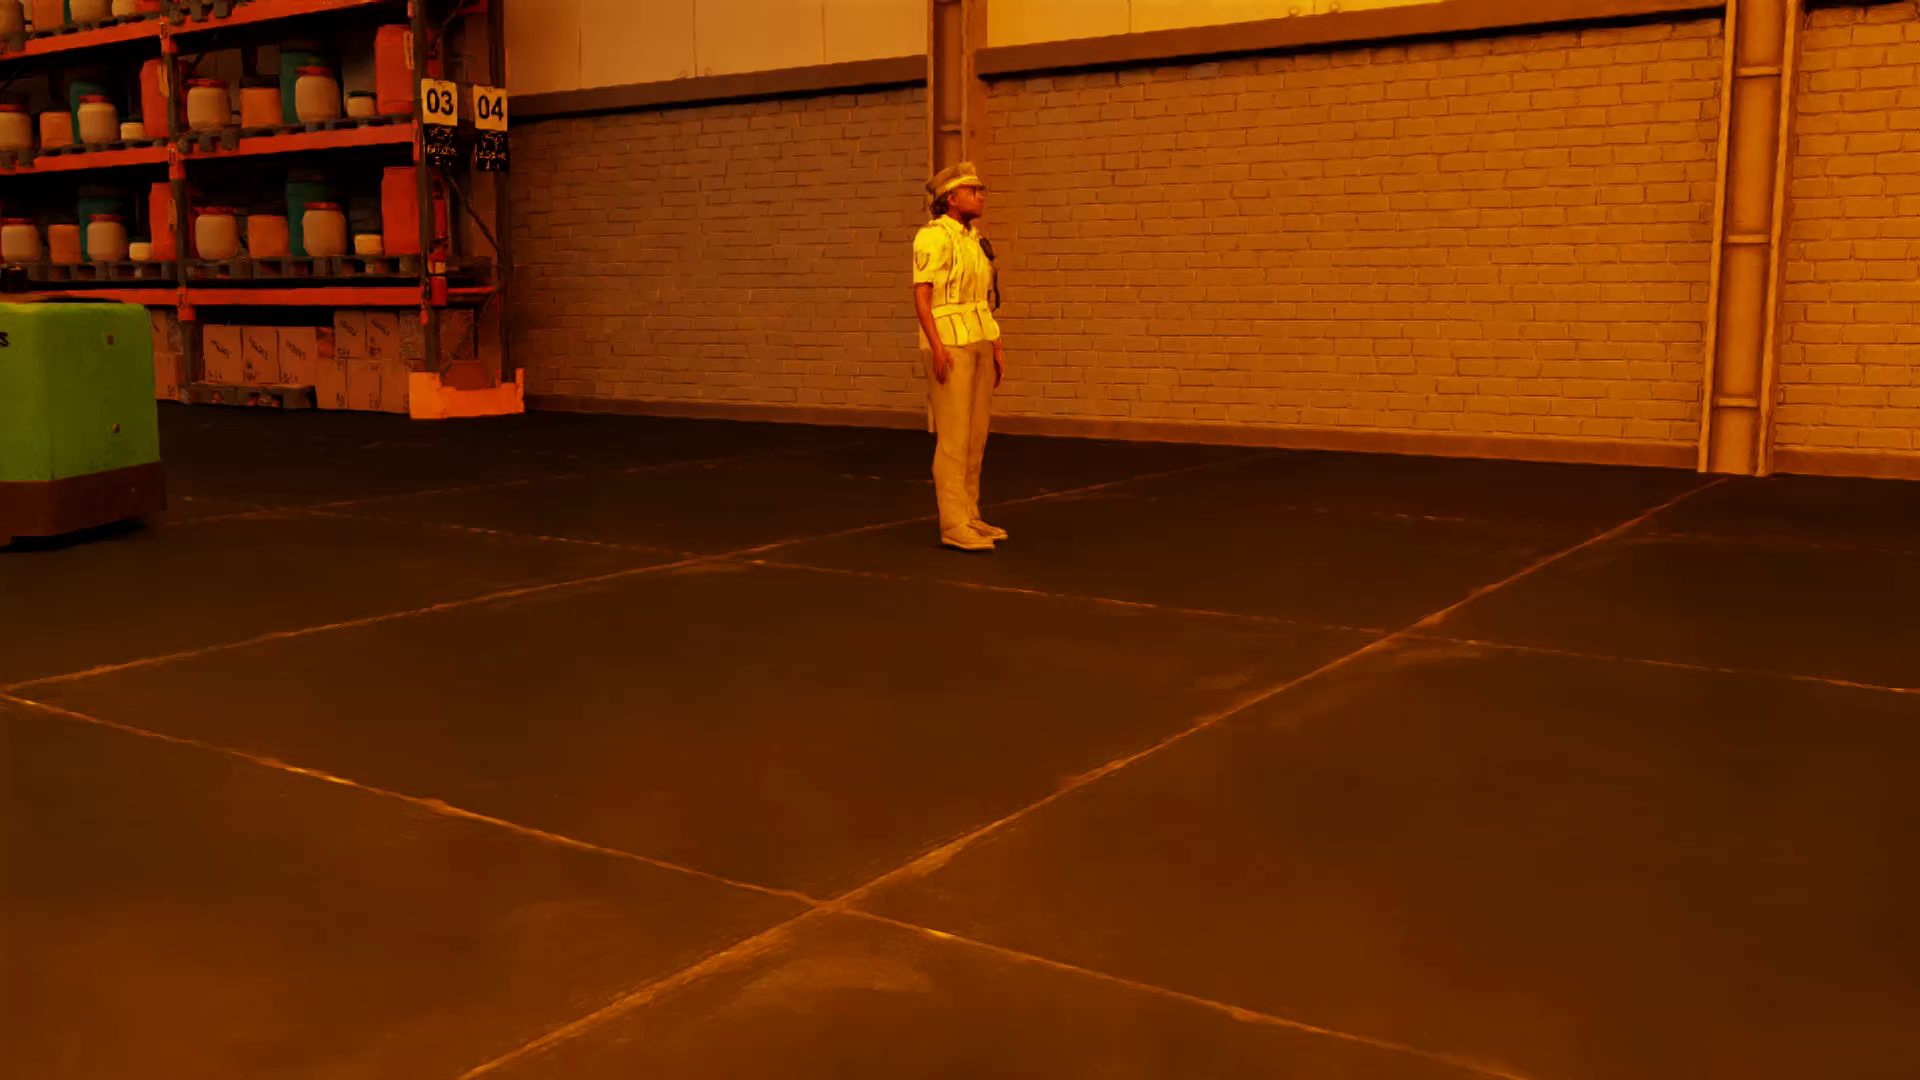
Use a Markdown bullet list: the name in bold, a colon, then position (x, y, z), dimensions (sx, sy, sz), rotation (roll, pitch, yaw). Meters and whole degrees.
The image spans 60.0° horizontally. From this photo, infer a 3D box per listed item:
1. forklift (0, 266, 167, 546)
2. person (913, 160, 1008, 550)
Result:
- **forklift**: position (-5.413, -1.476, 7.572), dimensions (3.031, 2.935, 1.130), rotation (0, 8, 3)
- **person**: position (0.051, -0.838, 7.426), dimensions (0.529, 1.695, 0.570), rotation (5, 10, 34)
